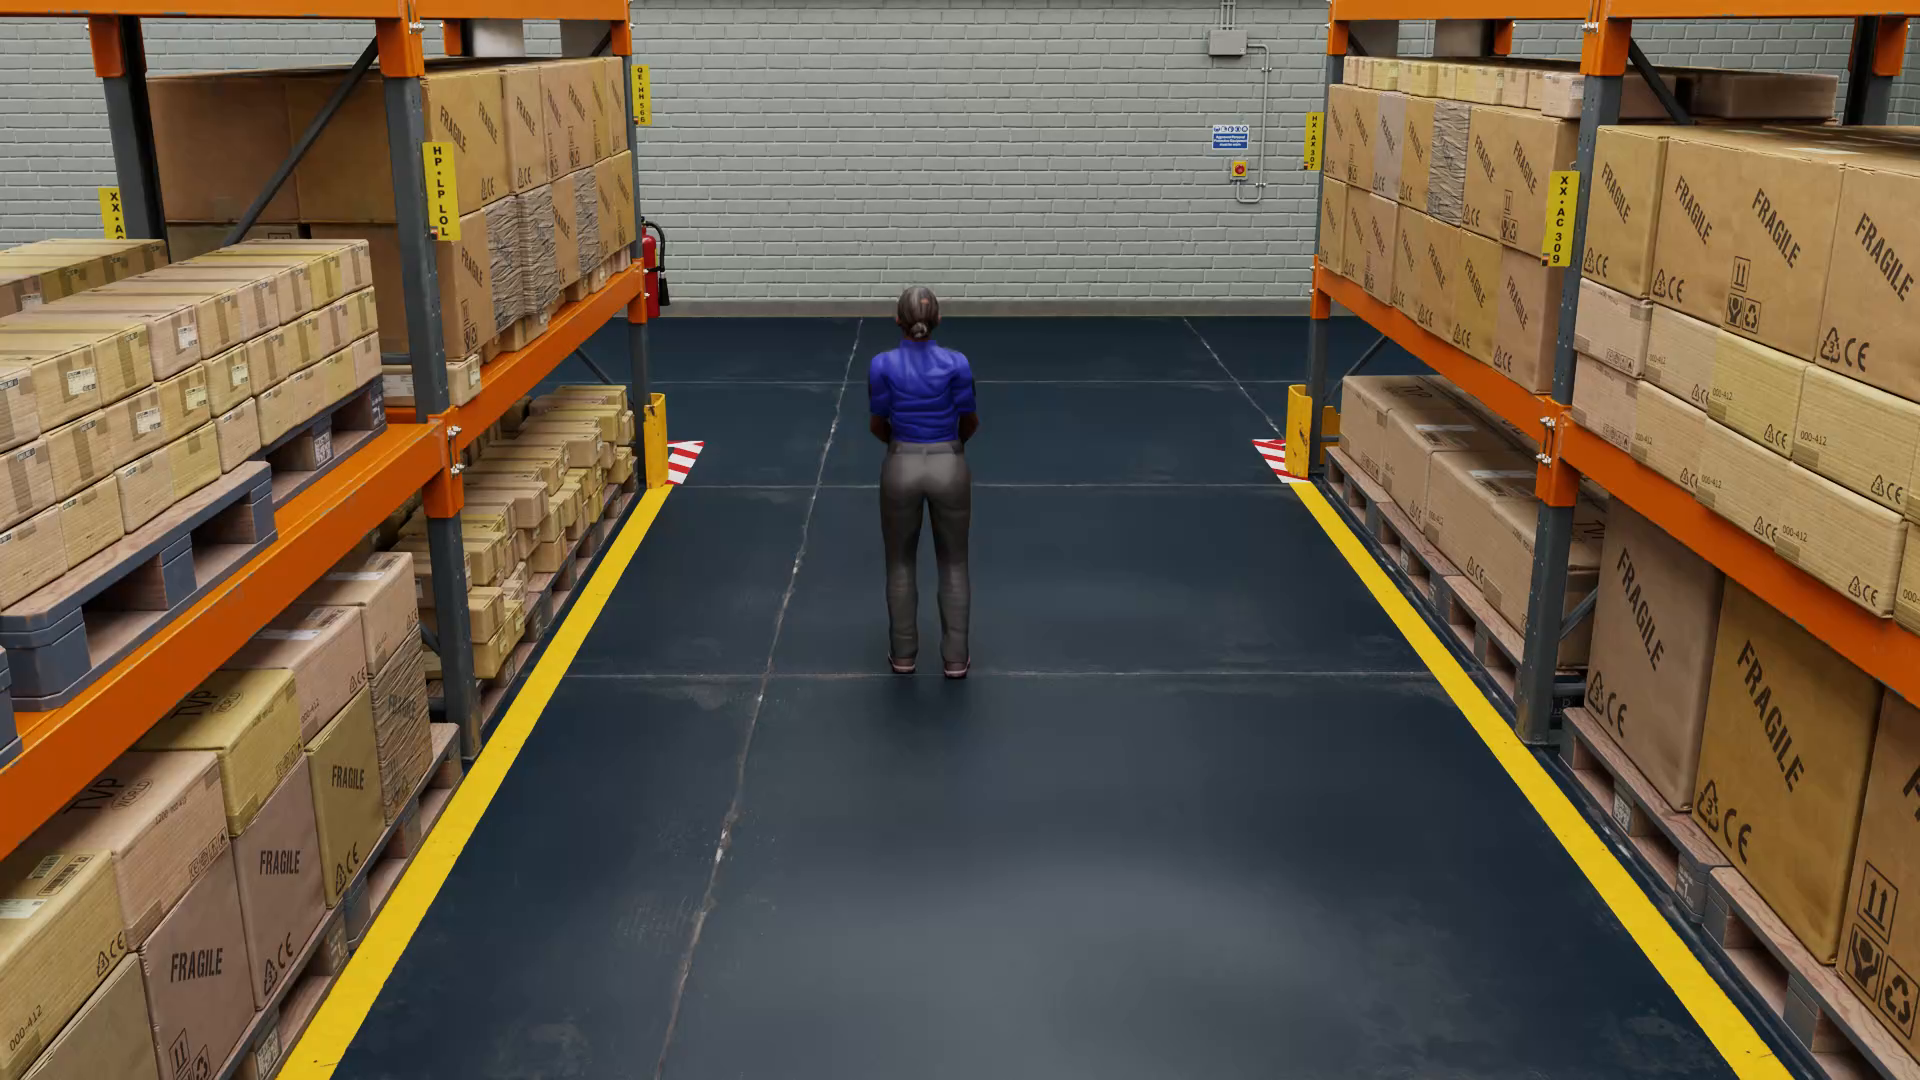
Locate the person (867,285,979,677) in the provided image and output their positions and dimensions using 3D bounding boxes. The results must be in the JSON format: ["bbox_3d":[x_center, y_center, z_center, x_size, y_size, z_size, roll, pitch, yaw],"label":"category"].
[{"bbox_3d":[-0.148,-0.255,6.893,0.450,1.645,0.522,0,17,0],"label":"person"}]
